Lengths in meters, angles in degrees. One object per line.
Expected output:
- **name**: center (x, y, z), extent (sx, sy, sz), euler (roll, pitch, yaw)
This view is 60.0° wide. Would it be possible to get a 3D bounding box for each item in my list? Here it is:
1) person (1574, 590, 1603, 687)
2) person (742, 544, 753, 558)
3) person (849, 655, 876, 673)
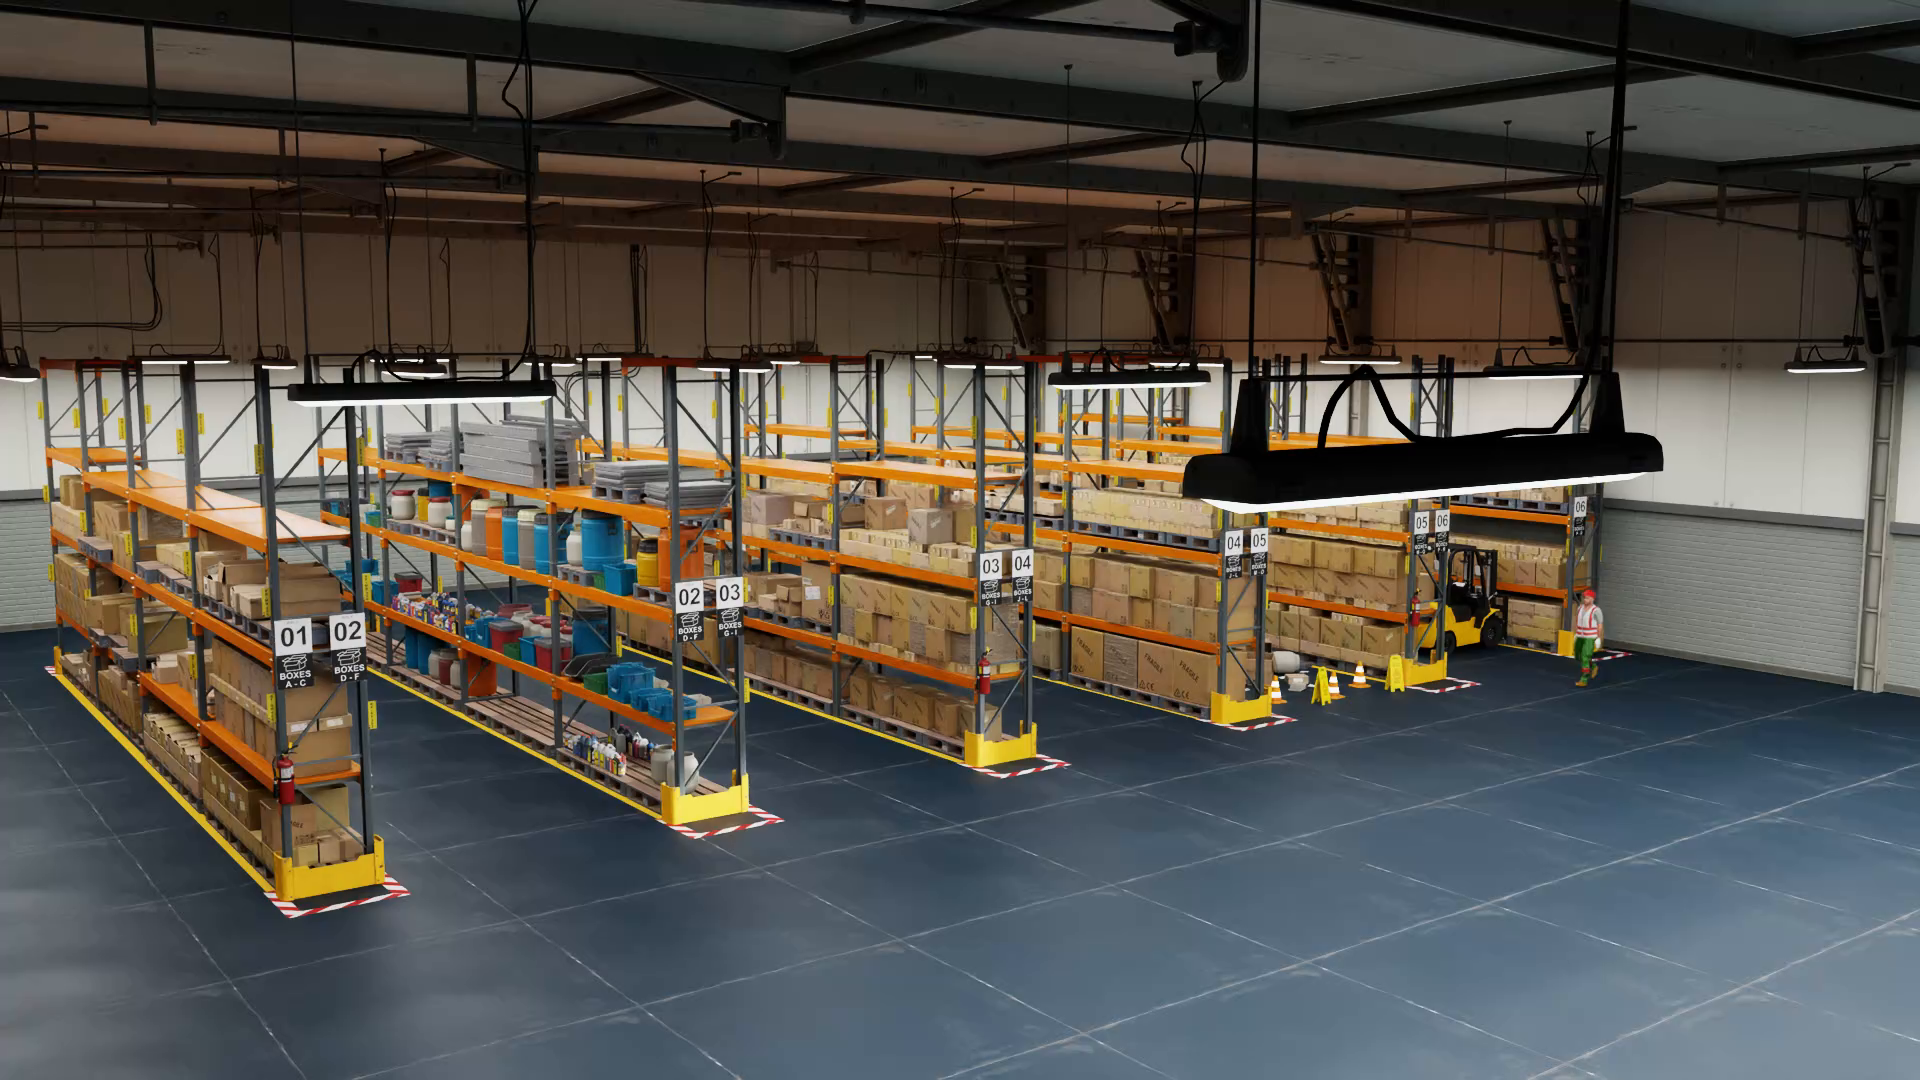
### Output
- **person**: center (11.547, 1.783, 30.524), extent (0.824, 1.771, 0.551), euler (-4, 8, -32)
- **person**: center (-5.610, 0.258, 43.197), extent (0.557, 1.767, 0.783), euler (2, 7, 13)
- **person**: center (-1.805, 1.693, 31.572), extent (0.554, 1.657, 1.068), euler (-7, 10, -45)
